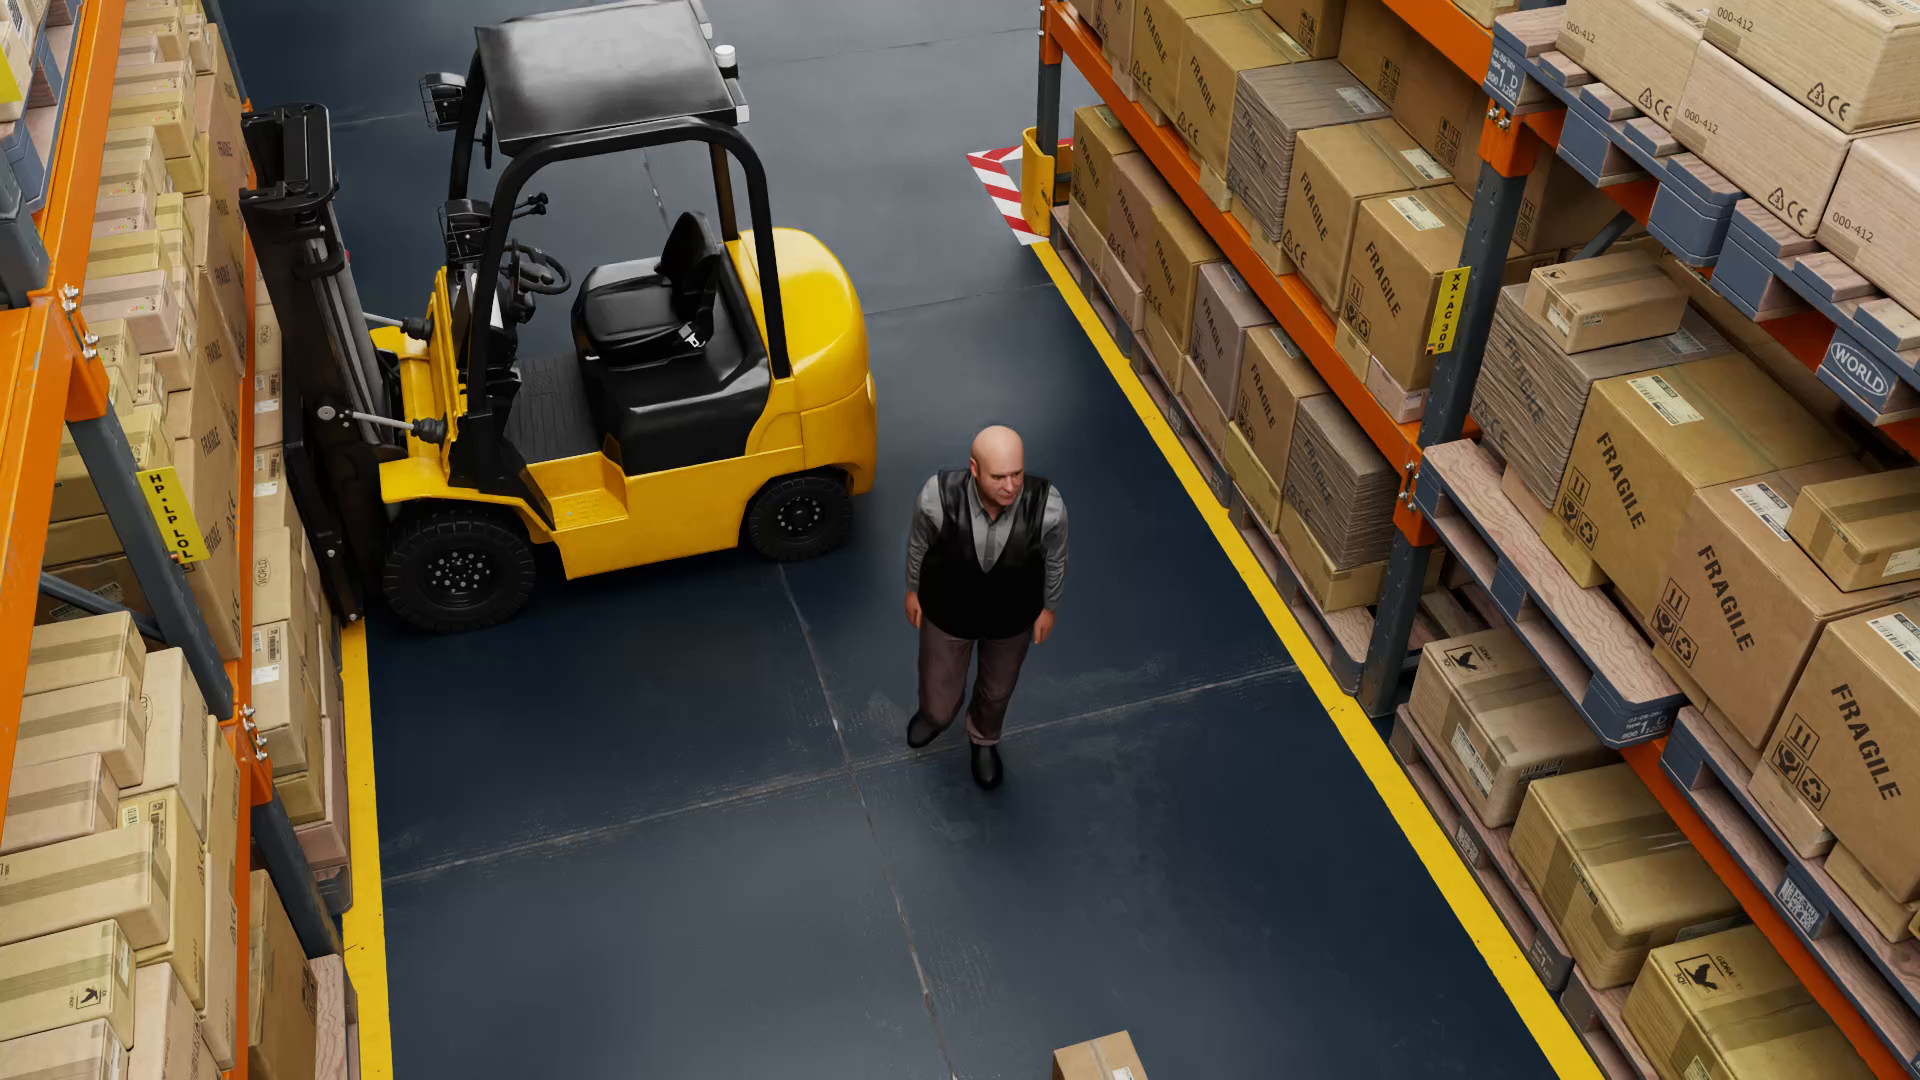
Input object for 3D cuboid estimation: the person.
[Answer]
[{"bbox_3d":[0.083,0.233,5.903,0.576,1.713,0.480,-2,42,-2],"label":"person"}]
